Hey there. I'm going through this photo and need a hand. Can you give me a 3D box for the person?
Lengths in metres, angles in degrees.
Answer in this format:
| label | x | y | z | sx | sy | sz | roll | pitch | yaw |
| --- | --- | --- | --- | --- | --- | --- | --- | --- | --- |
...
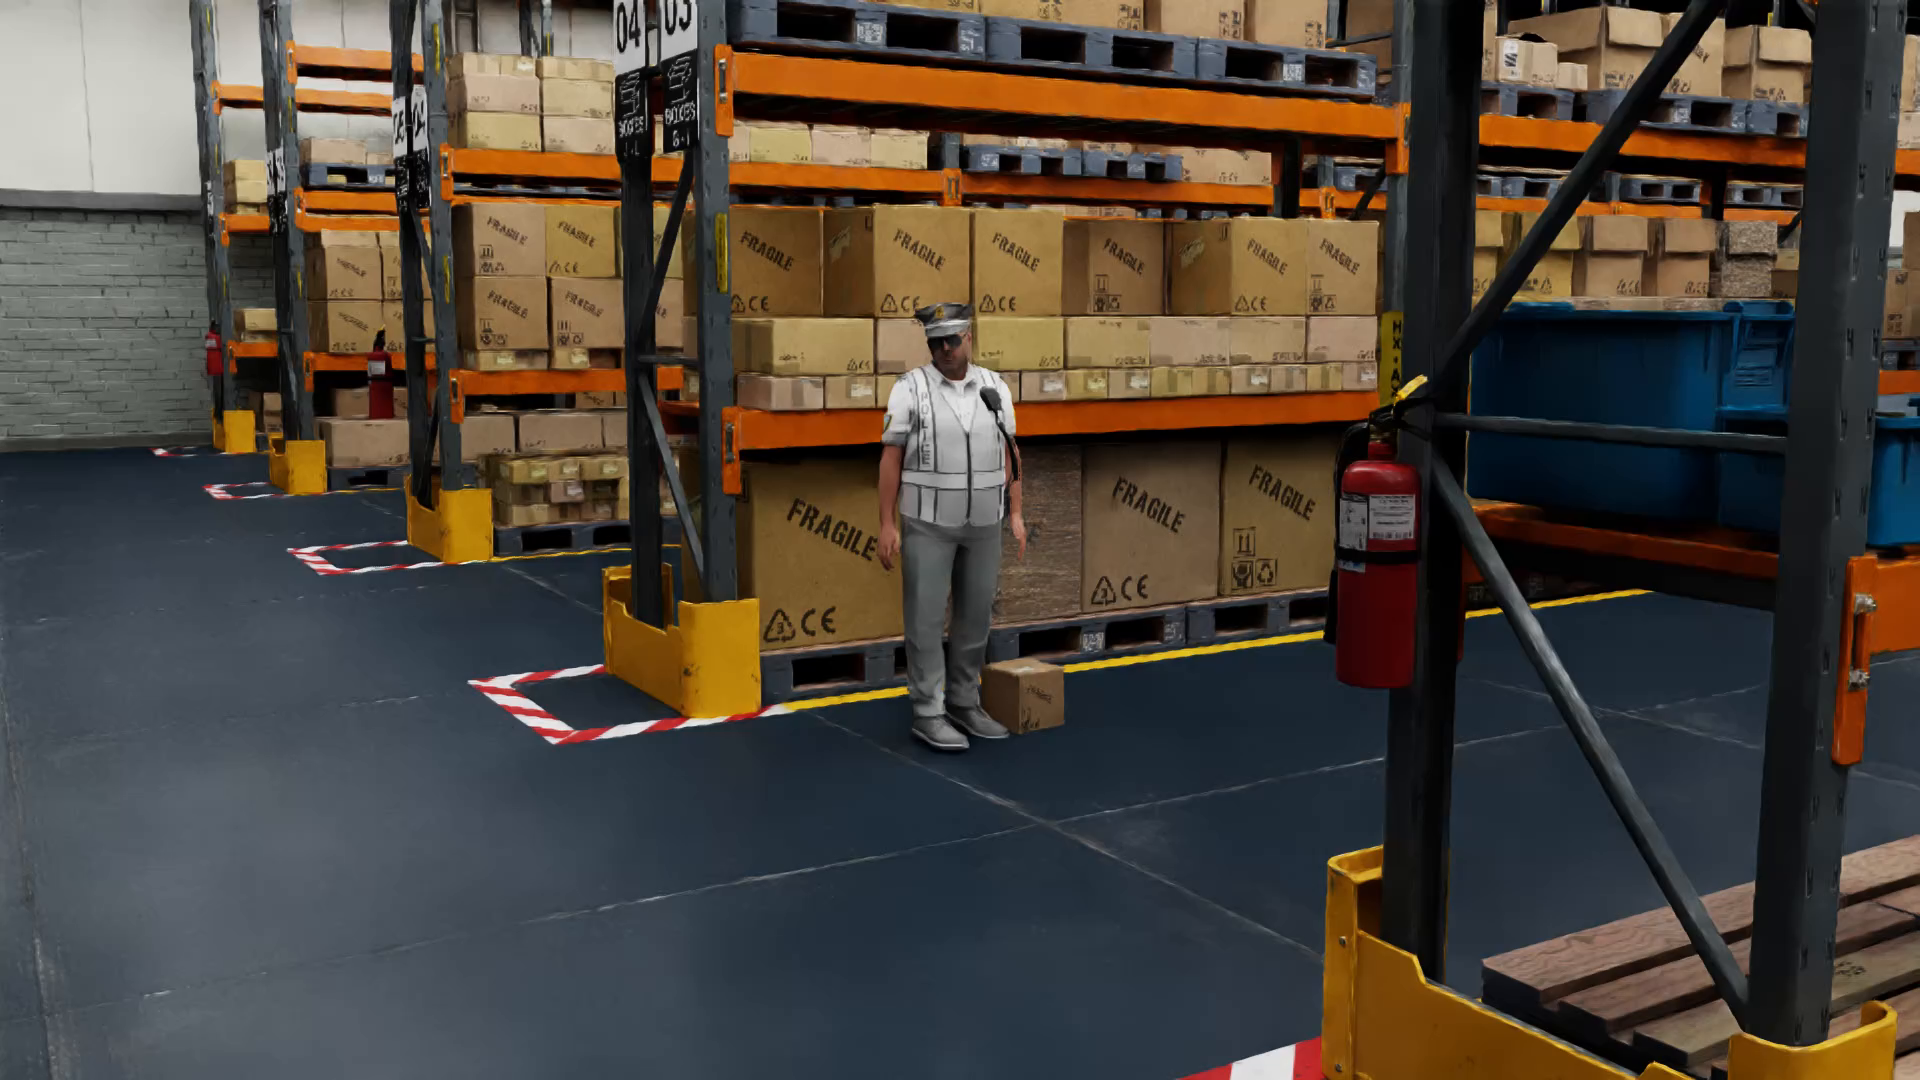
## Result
| label | x | y | z | sx | sy | sz | roll | pitch | yaw |
| --- | --- | --- | --- | --- | --- | --- | --- | --- | --- |
| person | -0.034 | -0.053 | 6.658 | 0.619 | 1.780 | 0.480 | -3 | 9 | -21 |
